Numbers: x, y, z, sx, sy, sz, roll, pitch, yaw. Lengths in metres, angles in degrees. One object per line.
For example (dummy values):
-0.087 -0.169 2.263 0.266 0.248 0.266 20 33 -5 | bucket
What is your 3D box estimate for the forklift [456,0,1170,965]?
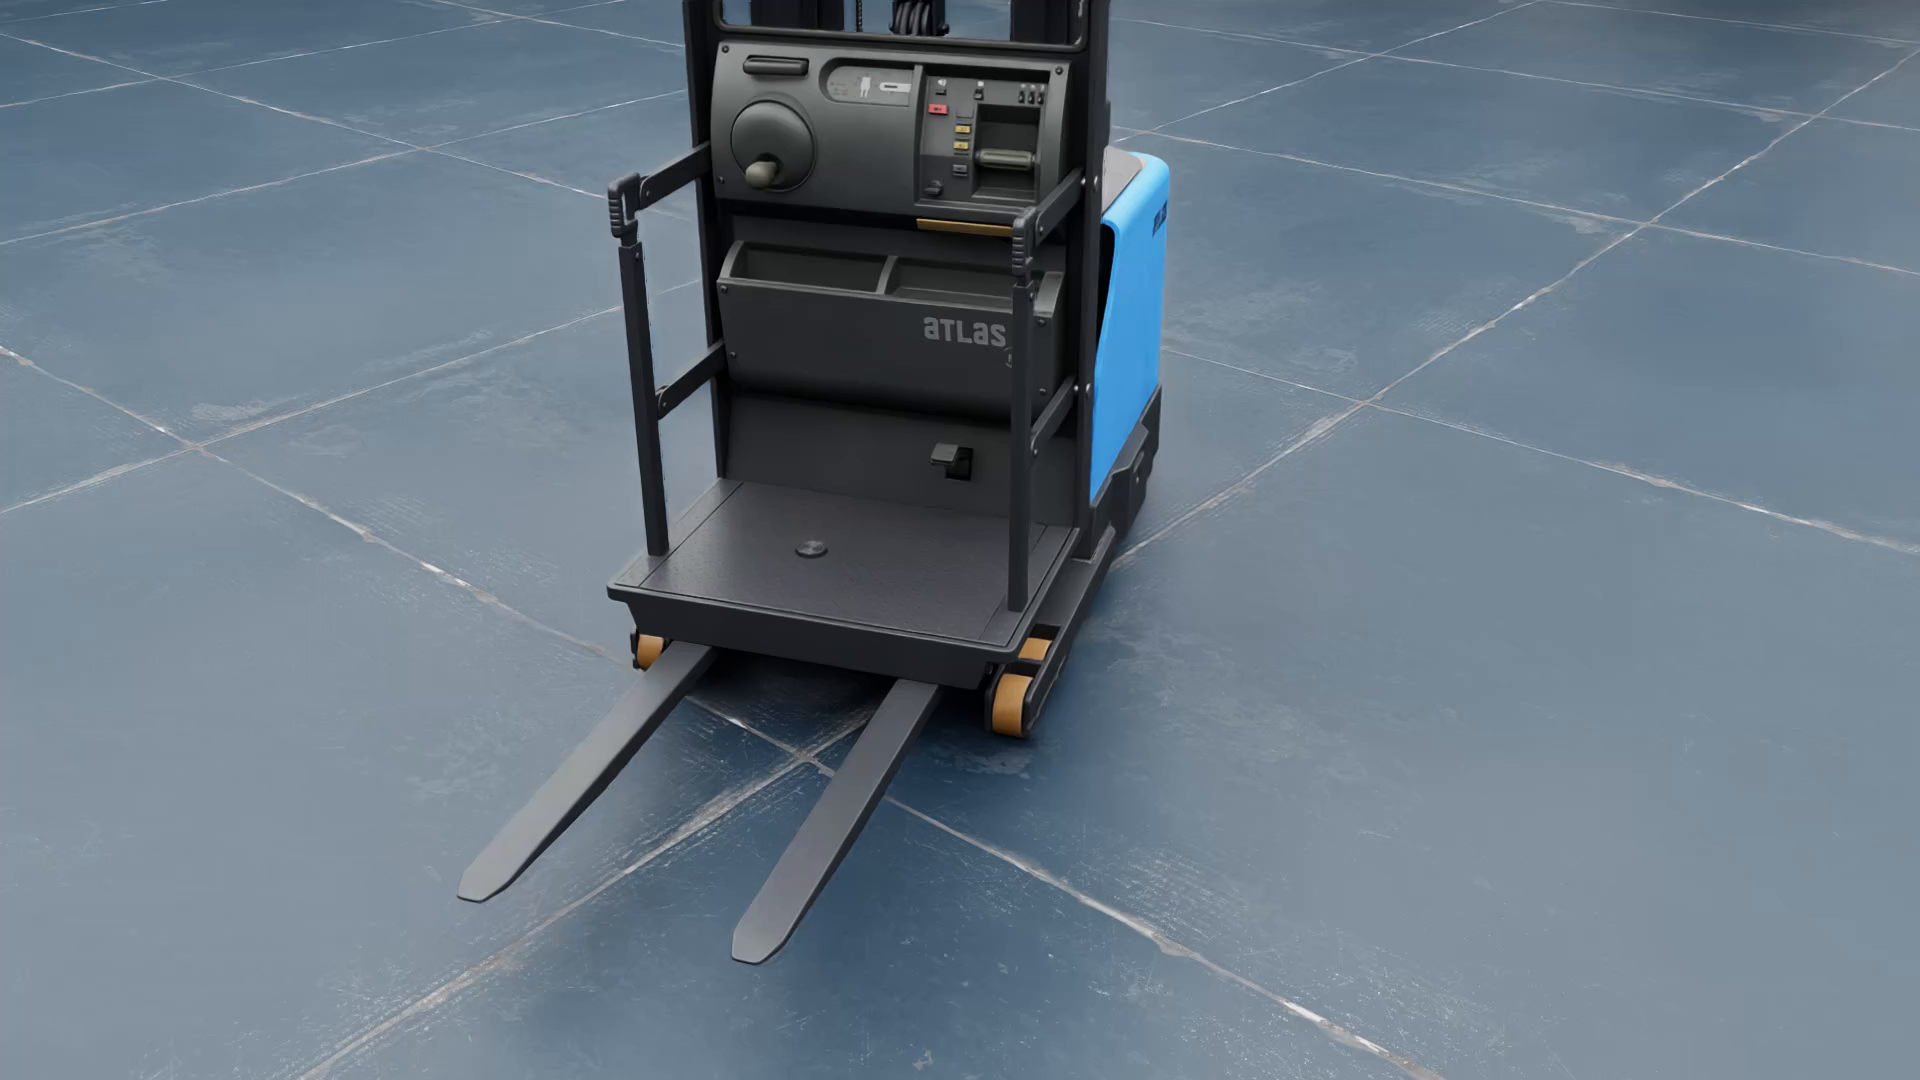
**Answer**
-0.249 -0.999 3.992 1.130 2.935 3.031 8 28 15 | forklift
